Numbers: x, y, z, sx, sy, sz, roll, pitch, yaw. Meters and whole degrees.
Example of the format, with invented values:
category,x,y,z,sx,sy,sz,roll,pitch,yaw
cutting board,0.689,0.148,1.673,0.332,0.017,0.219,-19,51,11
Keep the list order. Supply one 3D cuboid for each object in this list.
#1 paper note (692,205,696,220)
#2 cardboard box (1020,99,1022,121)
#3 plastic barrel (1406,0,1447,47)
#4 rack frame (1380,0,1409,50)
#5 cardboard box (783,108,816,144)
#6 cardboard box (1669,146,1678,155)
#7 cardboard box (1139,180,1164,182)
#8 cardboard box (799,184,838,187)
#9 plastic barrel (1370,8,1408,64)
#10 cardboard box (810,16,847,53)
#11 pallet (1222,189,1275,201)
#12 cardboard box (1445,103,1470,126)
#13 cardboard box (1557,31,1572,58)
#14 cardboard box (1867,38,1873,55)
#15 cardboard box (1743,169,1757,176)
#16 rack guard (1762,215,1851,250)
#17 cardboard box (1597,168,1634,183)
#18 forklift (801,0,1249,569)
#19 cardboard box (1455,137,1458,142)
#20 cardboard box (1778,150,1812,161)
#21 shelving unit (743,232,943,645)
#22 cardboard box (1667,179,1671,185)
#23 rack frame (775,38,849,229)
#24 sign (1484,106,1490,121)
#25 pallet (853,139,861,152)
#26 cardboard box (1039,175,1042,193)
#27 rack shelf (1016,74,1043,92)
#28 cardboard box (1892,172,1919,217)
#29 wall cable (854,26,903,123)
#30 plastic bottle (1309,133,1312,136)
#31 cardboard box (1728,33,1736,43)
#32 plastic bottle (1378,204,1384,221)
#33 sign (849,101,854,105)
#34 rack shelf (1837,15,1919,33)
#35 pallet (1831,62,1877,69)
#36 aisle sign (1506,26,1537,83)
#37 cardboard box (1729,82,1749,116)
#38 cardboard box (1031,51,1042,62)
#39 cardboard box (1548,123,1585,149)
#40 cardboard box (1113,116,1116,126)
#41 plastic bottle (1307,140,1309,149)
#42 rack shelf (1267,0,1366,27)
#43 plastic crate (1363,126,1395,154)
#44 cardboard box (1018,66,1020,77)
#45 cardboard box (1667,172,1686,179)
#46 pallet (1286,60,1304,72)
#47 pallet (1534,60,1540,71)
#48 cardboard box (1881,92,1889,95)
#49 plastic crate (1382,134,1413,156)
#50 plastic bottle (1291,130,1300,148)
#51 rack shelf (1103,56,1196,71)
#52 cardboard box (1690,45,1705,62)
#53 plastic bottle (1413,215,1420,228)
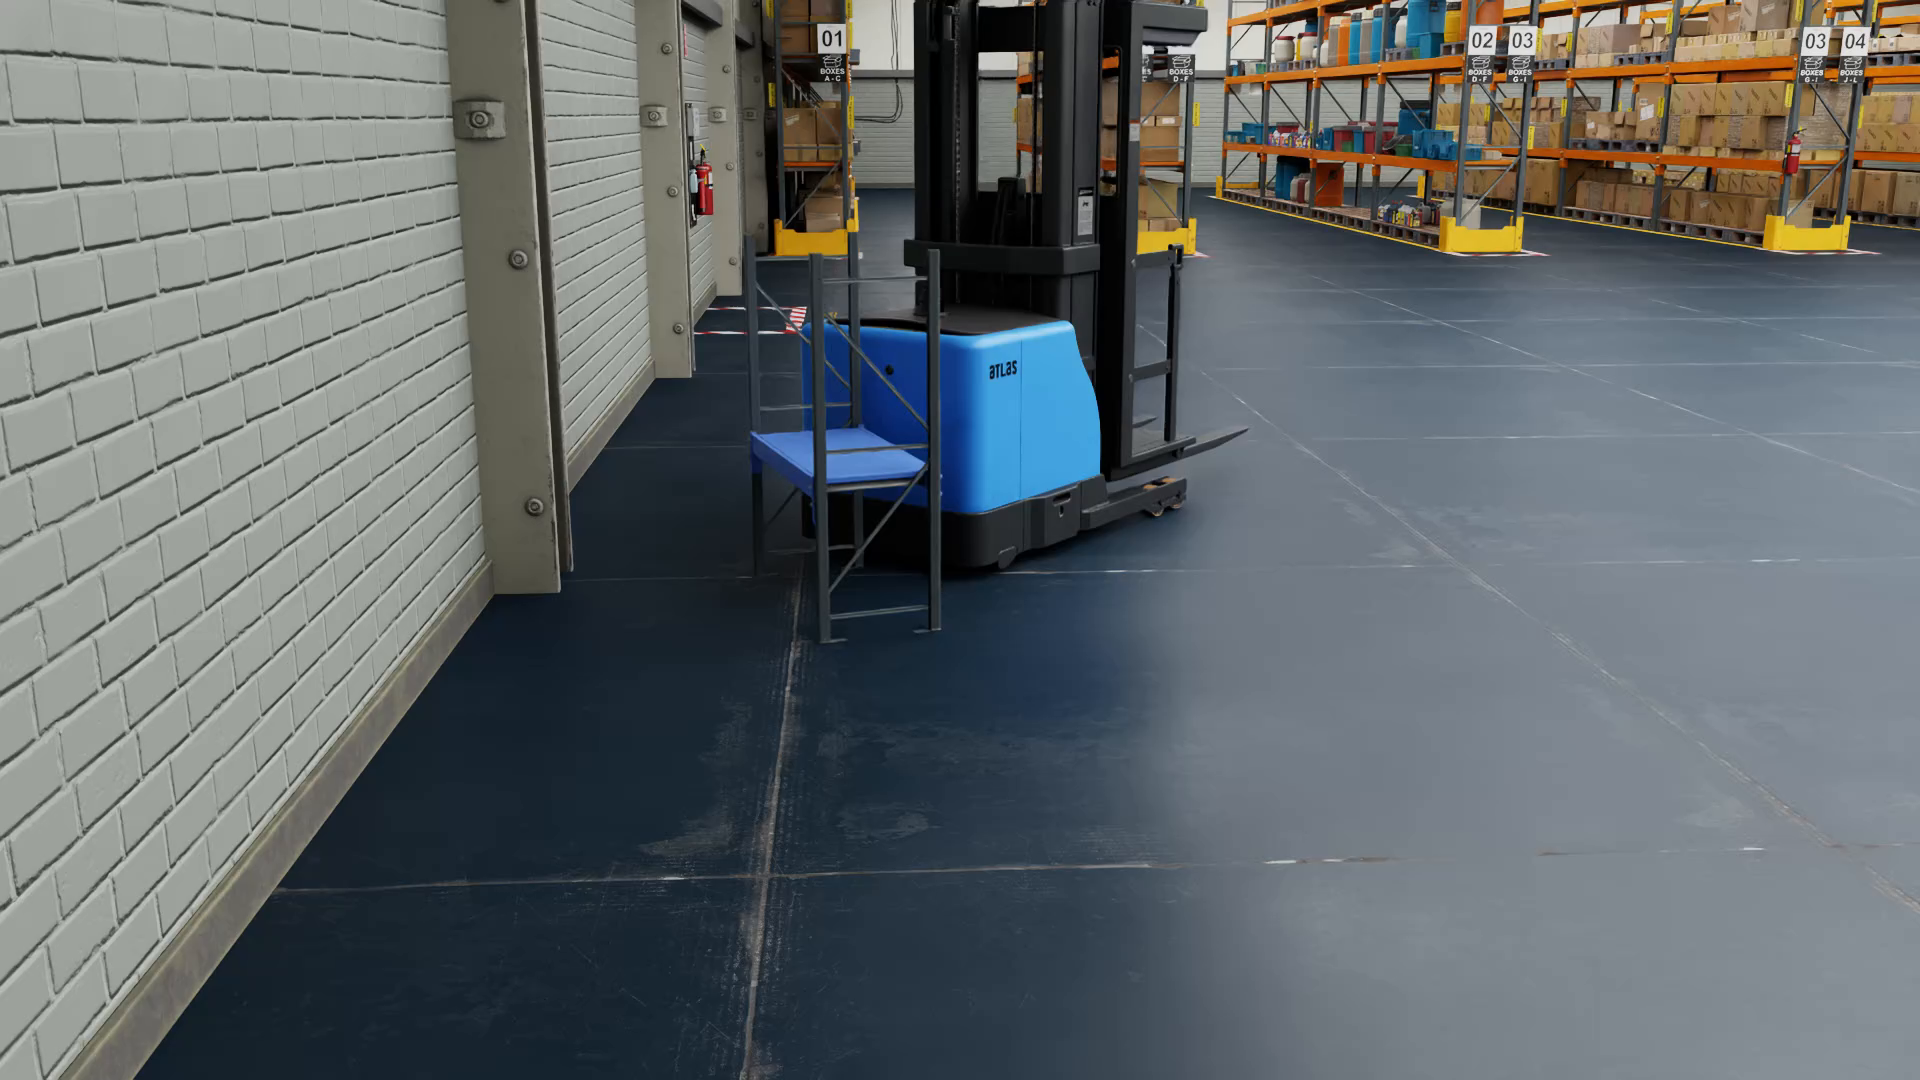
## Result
category,x,y,z,sx,sy,sz,roll,pitch,yaw
paper note,-2.577,-3.170,16.095,0.016,0.148,0.142,-1,14,-3
cardboard box,1.658,-9.933,38.406,0.500,0.500,0.500,-1,14,-3
plastic barrel,7.496,-8.386,26.730,0.600,0.901,0.708,-1,14,-3
rack frame,7.541,-9.641,27.439,1.000,3.000,0.127,-1,14,-3
cardboard box,-2.340,-6.002,24.091,0.500,0.500,0.500,-1,14,-4
cardboard box,12.200,-6.570,28.047,0.380,0.149,0.250,-1,14,-3
cardboard box,2.944,-5.410,26.205,0.500,0.500,0.500,-1,14,-3
cardboard box,-2.582,-6.272,30.518,0.700,0.500,0.500,-1,14,-4
plastic barrel,7.293,-8.555,28.229,0.600,0.901,0.708,-1,14,-3
cardboard box,-1.870,-7.186,23.675,0.500,0.500,0.500,-1,14,-2
pallet,6.810,-8.164,39.334,1.003,0.211,1.213,-1,14,-3
cardboard box,11.571,-9.855,38.507,0.500,0.500,0.500,-1,14,-5
cardboard box,12.127,-9.664,32.497,0.797,0.503,0.637,0,14,0
cardboard box,17.019,-9.337,31.410,0.500,0.311,0.500,-1,14,-3
cardboard box,16.791,-7.762,34.844,0.500,0.250,0.500,0,14,-1
rack guard,12.728,-4.626,25.002,1.175,0.500,0.348,-1,14,-3
cardboard box,12.351,-6.875,31.356,0.500,0.250,0.500,1,14,3
forklift,0.526,-1.601,8.365,1.130,2.935,3.031,10,18,35
cardboard box,11.549,-9.134,38.011,0.380,0.149,0.250,-1,14,-3
cardboard box,12.509,-5.764,24.912,0.380,0.149,0.250,-1,14,-3
shelving unit,-0.495,-0.462,6.812,0.538,1.500,1.048,-5,15,-20
cardboard box,16.622,-8.288,38.501,0.380,0.149,0.250,0,14,-1
rack frame,-2.099,-5.588,23.726,1.000,3.000,0.127,-1,14,-3
sign,11.435,-9.251,36.064,0.100,0.325,0.005,-1,14,-3
pallet,-2.444,-7.309,30.800,1.213,0.211,1.003,-1,14,-3
cardboard box,1.933,-7.396,34.885,0.500,0.500,0.500,-1,14,-3
rack shelf,1.978,-10.252,37.275,1.077,0.370,4.000,-1,14,-3
cardboard box,17.313,-6.131,29.506,1.050,0.750,0.750,-1,14,-4
wall cable,-3.084,-12.381,44.319,3.097,2.526,0.112,-1,14,-3
plastic bottle,7.323,-8.347,34.708,0.097,0.271,0.097,0,14,0
cardboard box,12.366,-7.913,26.241,0.380,0.149,0.250,-1,14,-2
plastic bottle,7.124,-5.542,28.137,0.097,0.271,0.097,0,14,0
sign,-2.053,-8.111,31.366,0.100,0.325,0.005,-1,14,-3
rack shelf,21.756,-11.816,38.136,1.077,0.370,4.000,-1,14,-3
pallet,17.287,-9.061,31.581,1.213,0.211,1.003,0,14,-1
aisle sign,8.086,-6.987,23.944,0.394,0.787,0.004,-1,14,-3
cardboard box,12.387,-6.876,25.927,0.500,0.500,0.500,-1,14,-3
cardboard box,1.800,-10.389,35.662,0.500,0.250,0.500,-1,14,-3
cardboard box,11.959,-7.975,32.800,0.500,0.500,0.500,0,14,-2
cardboard box,2.550,-6.442,25.543,0.380,0.149,0.250,0,14,-2
plastic bottle,6.854,-7.758,32.556,0.097,0.201,0.097,0,14,0
rack shelf,7.170,-10.591,33.378,1.077,0.370,4.000,-1,14,-3
plastic crate,7.206,-6.883,28.628,0.402,0.464,0.583,-1,14,-3
cardboard box,1.632,-10.893,38.625,0.500,0.250,0.500,-1,14,-3
cardboard box,16.510,-8.372,38.230,0.380,0.149,0.250,-1,14,-5
pallet,7.265,-9.611,33.721,1.003,0.211,1.213,-1,14,-3
pallet,12.072,-9.606,33.700,1.003,0.211,1.213,0,14,-1
cardboard box,21.497,-10.253,38.348,0.380,0.149,0.250,-1,14,-3
plastic crate,7.447,-6.574,27.681,0.767,0.338,0.504,-1,14,-3
plastic bottle,6.804,-8.125,33.686,0.144,0.351,0.185,-1,14,-3
rack shelf,2.721,-7.267,25.676,1.077,0.370,4.000,-1,14,-3
cardboard box,12.295,-7.945,27.167,0.500,0.250,0.500,-1,14,-4
plastic bottle,7.238,-5.049,26.363,0.097,0.201,0.097,0,14,0
